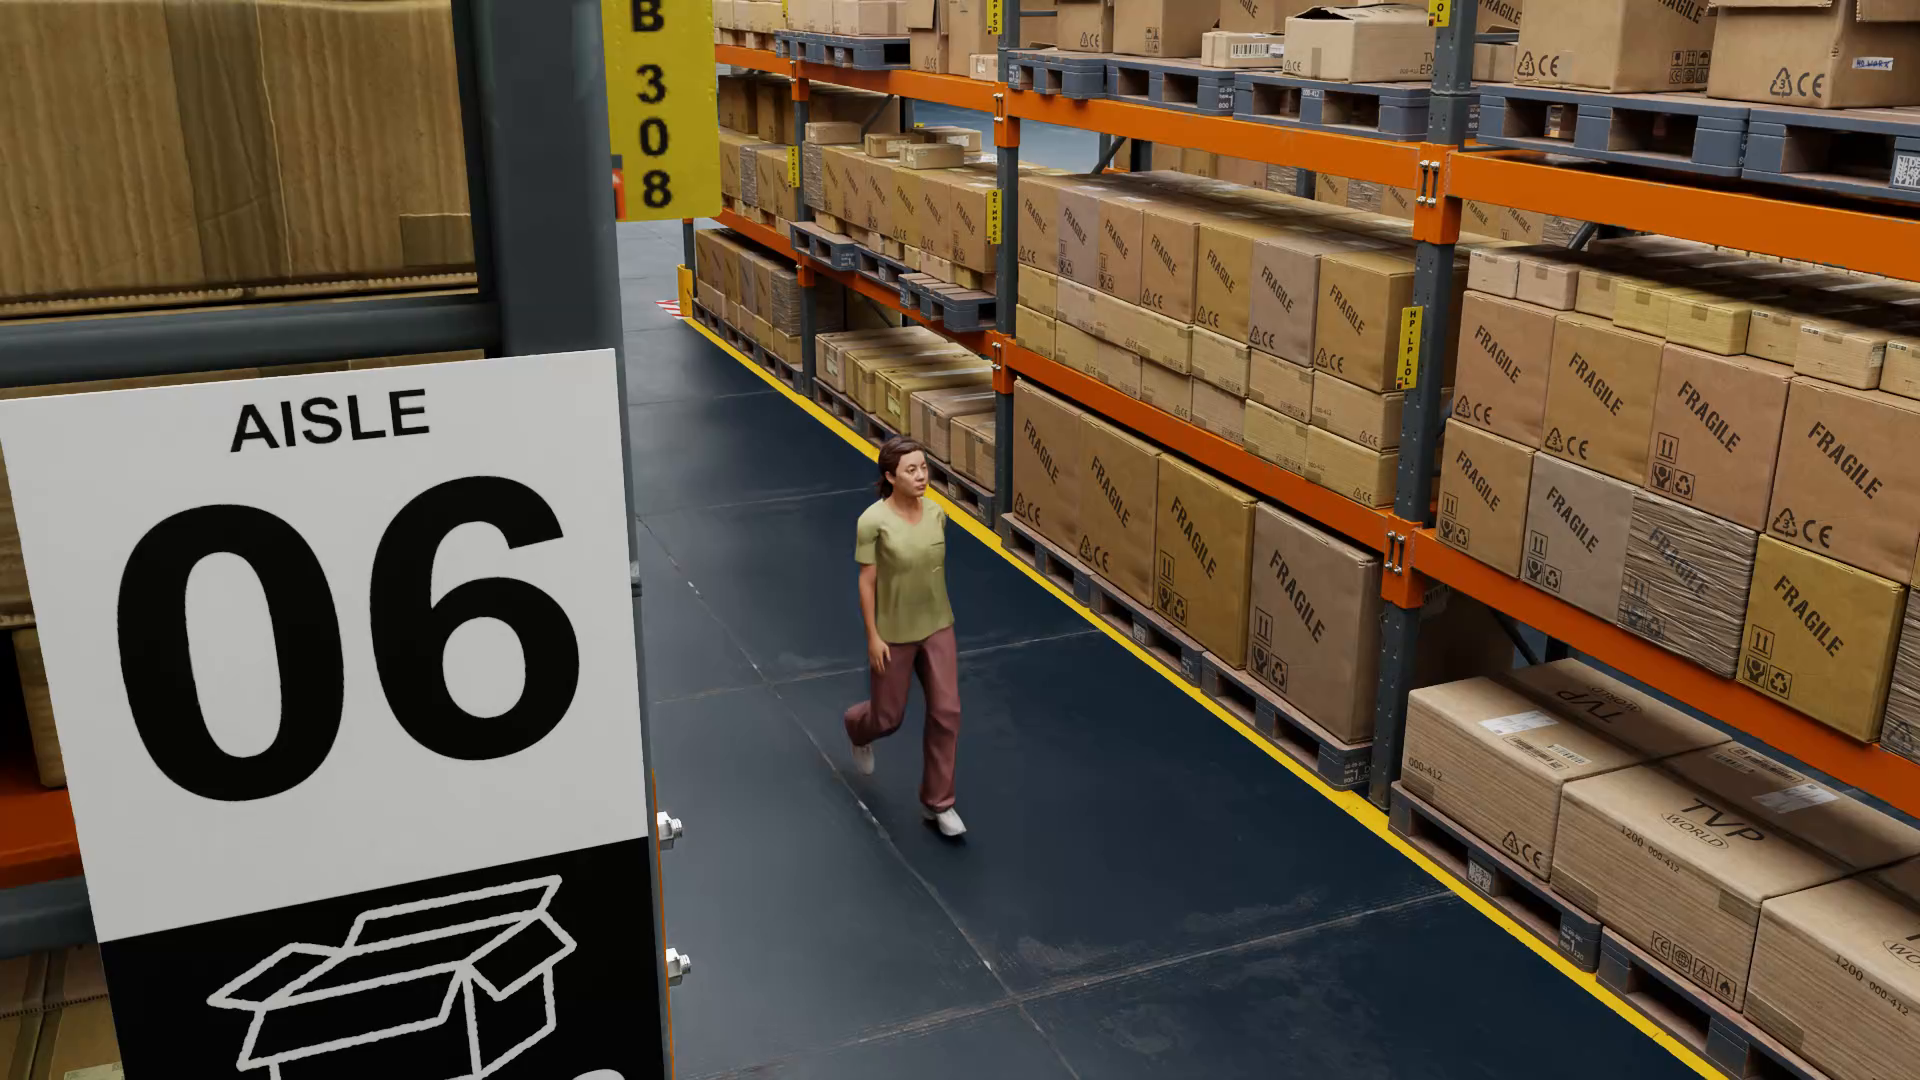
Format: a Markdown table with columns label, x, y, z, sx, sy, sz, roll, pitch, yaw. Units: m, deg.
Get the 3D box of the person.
| label | x | y | z | sx | sy | sz | roll | pitch | yaw |
| --- | --- | --- | --- | --- | --- | --- | --- | --- | --- |
| person | -0.233 | 0.365 | 6.970 | 0.438 | 1.642 | 0.821 | -9 | 21 | -25 |
